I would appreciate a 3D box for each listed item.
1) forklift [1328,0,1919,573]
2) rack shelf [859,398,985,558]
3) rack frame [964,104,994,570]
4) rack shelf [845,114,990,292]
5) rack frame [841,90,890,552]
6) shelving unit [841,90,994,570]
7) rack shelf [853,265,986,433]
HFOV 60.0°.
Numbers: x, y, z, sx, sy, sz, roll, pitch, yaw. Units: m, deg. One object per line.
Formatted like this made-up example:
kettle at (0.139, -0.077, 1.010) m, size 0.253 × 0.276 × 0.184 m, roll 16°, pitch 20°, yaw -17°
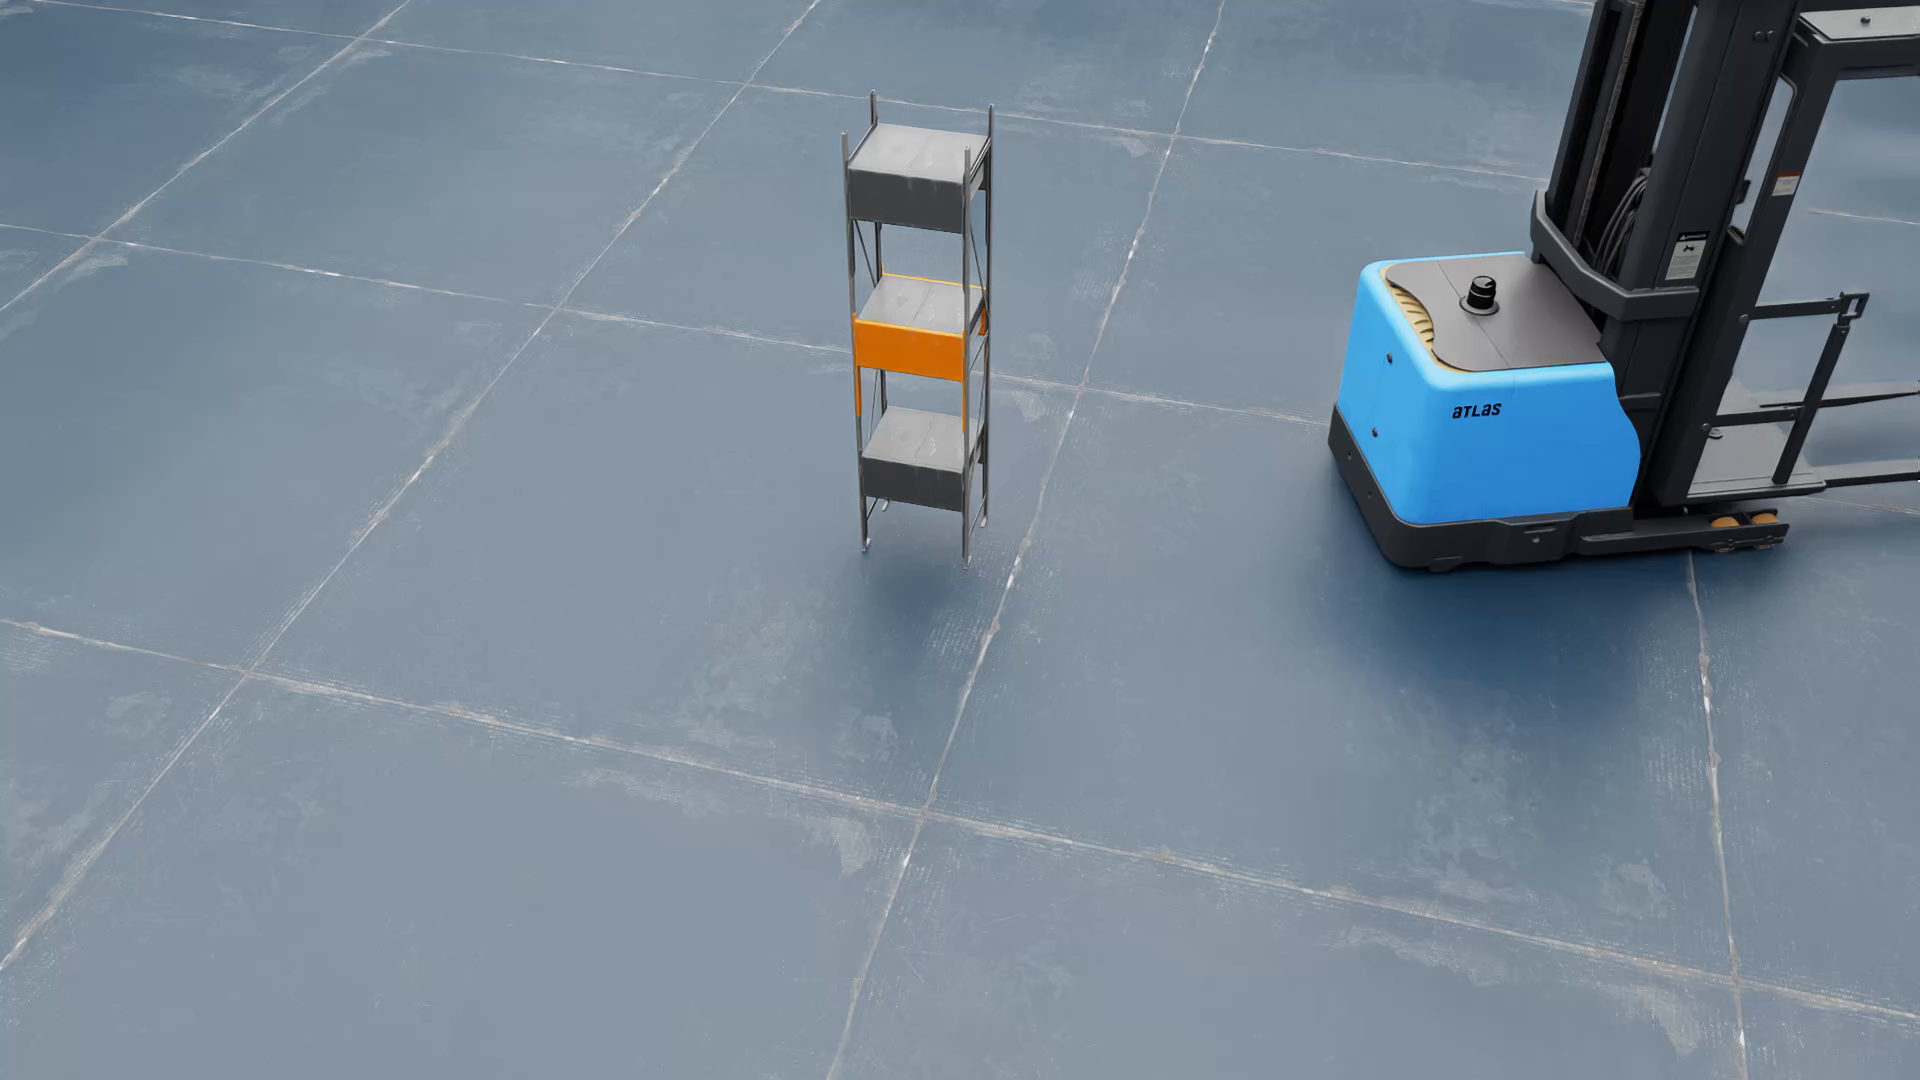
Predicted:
forklift at (3.378, -1.398, 7.161) m, size 3.031 × 2.935 × 1.130 m, roll -5°, pitch 40°, yaw -6°
rack shelf at (-0.160, -0.285, 7.591) m, size 0.480 × 0.518 × 0.431 m, roll 10°, pitch 41°, yaw 11°
rack frame at (0.076, -0.791, 7.084) m, size 0.015 × 2.100 × 0.400 m, roll 10°, pitch 41°, yaw 11°
rack shelf at (-0.160, -1.357, 6.691) m, size 0.480 × 0.518 × 0.431 m, roll 10°, pitch 41°, yaw 11°
rack frame at (-0.396, -0.872, 7.180) m, size 0.015 × 2.100 × 0.400 m, roll 10°, pitch 41°, yaw 11°
shelving unit at (-0.160, -0.832, 7.132) m, size 0.503 × 2.100 × 0.431 m, roll 10°, pitch 41°, yaw 11°
rack shelf at (-0.160, -0.821, 7.141) m, size 0.480 × 0.518 × 0.431 m, roll 10°, pitch 41°, yaw 11°
